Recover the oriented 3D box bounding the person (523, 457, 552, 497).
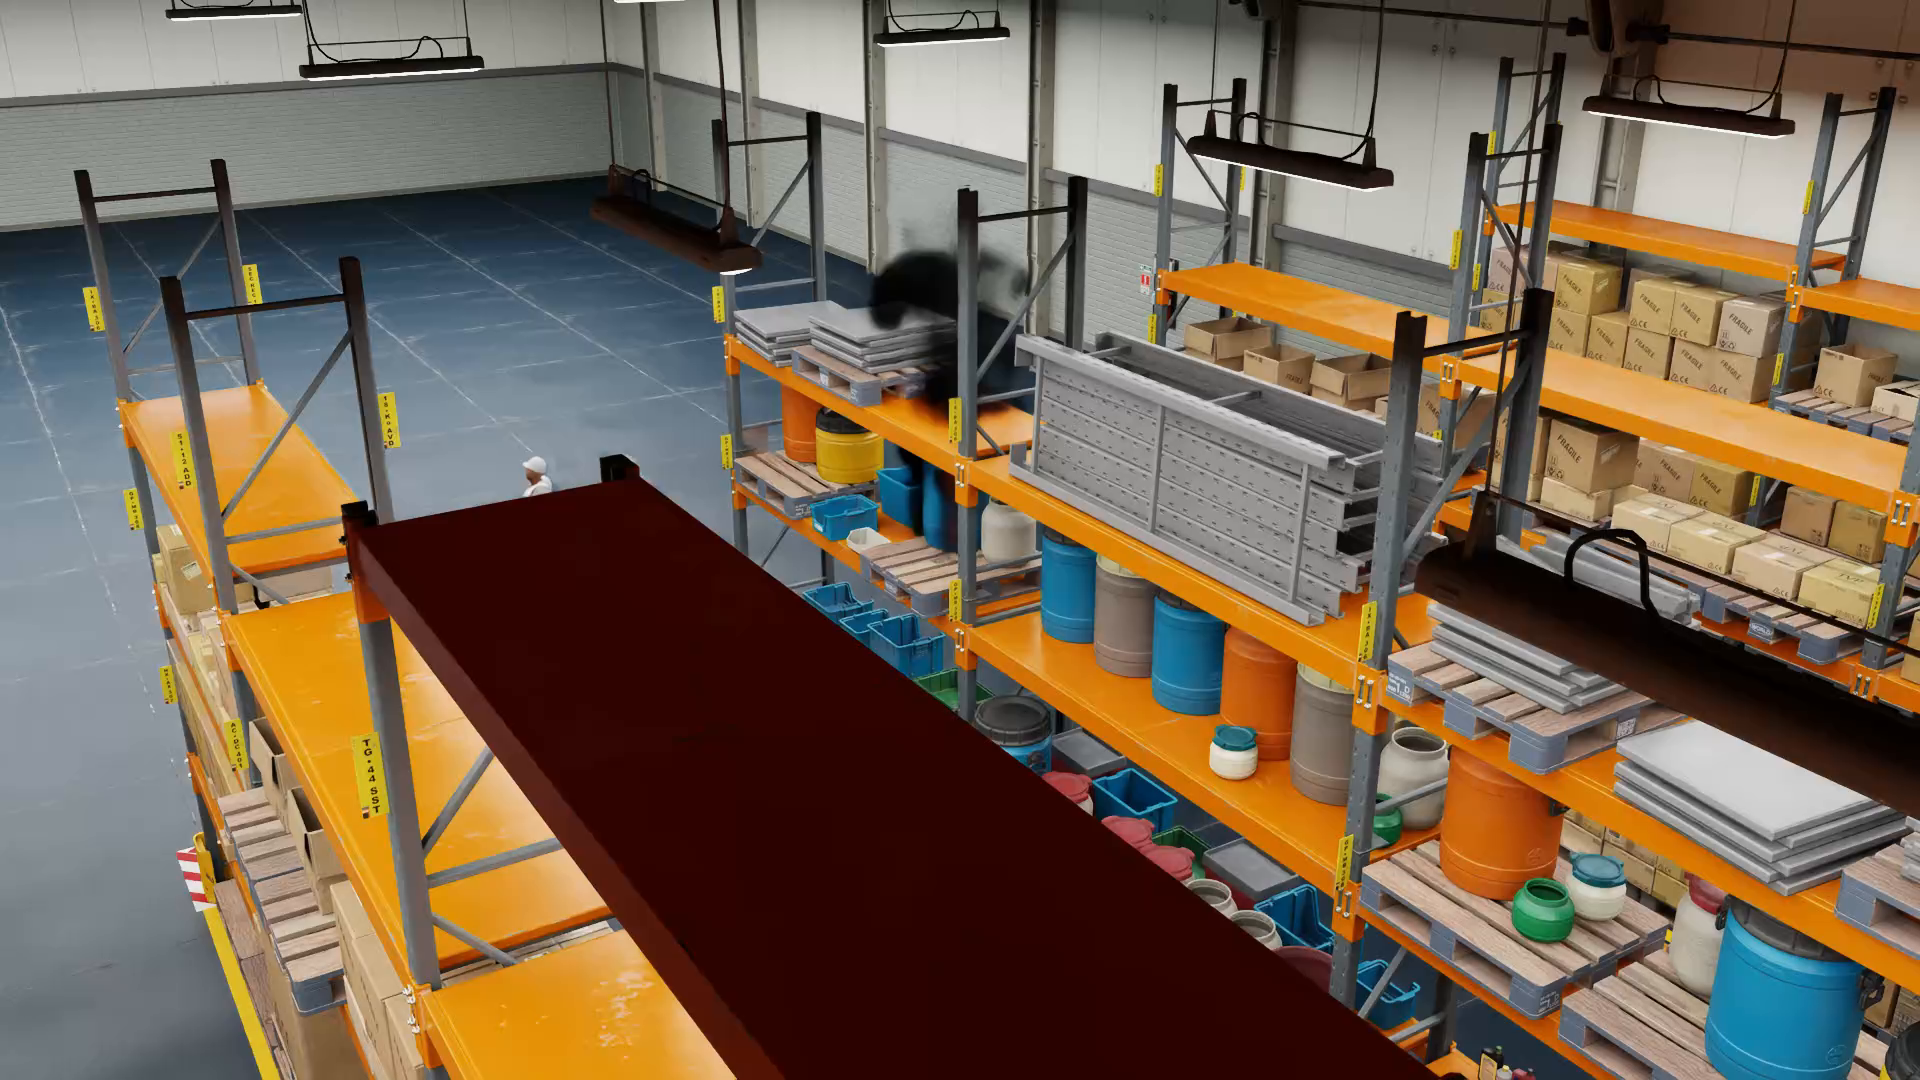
[{"bbox_3d":[-4.876,-0.106,19.275,0.990,1.785,0.694,-2,22,-4],"label":"person"}]
